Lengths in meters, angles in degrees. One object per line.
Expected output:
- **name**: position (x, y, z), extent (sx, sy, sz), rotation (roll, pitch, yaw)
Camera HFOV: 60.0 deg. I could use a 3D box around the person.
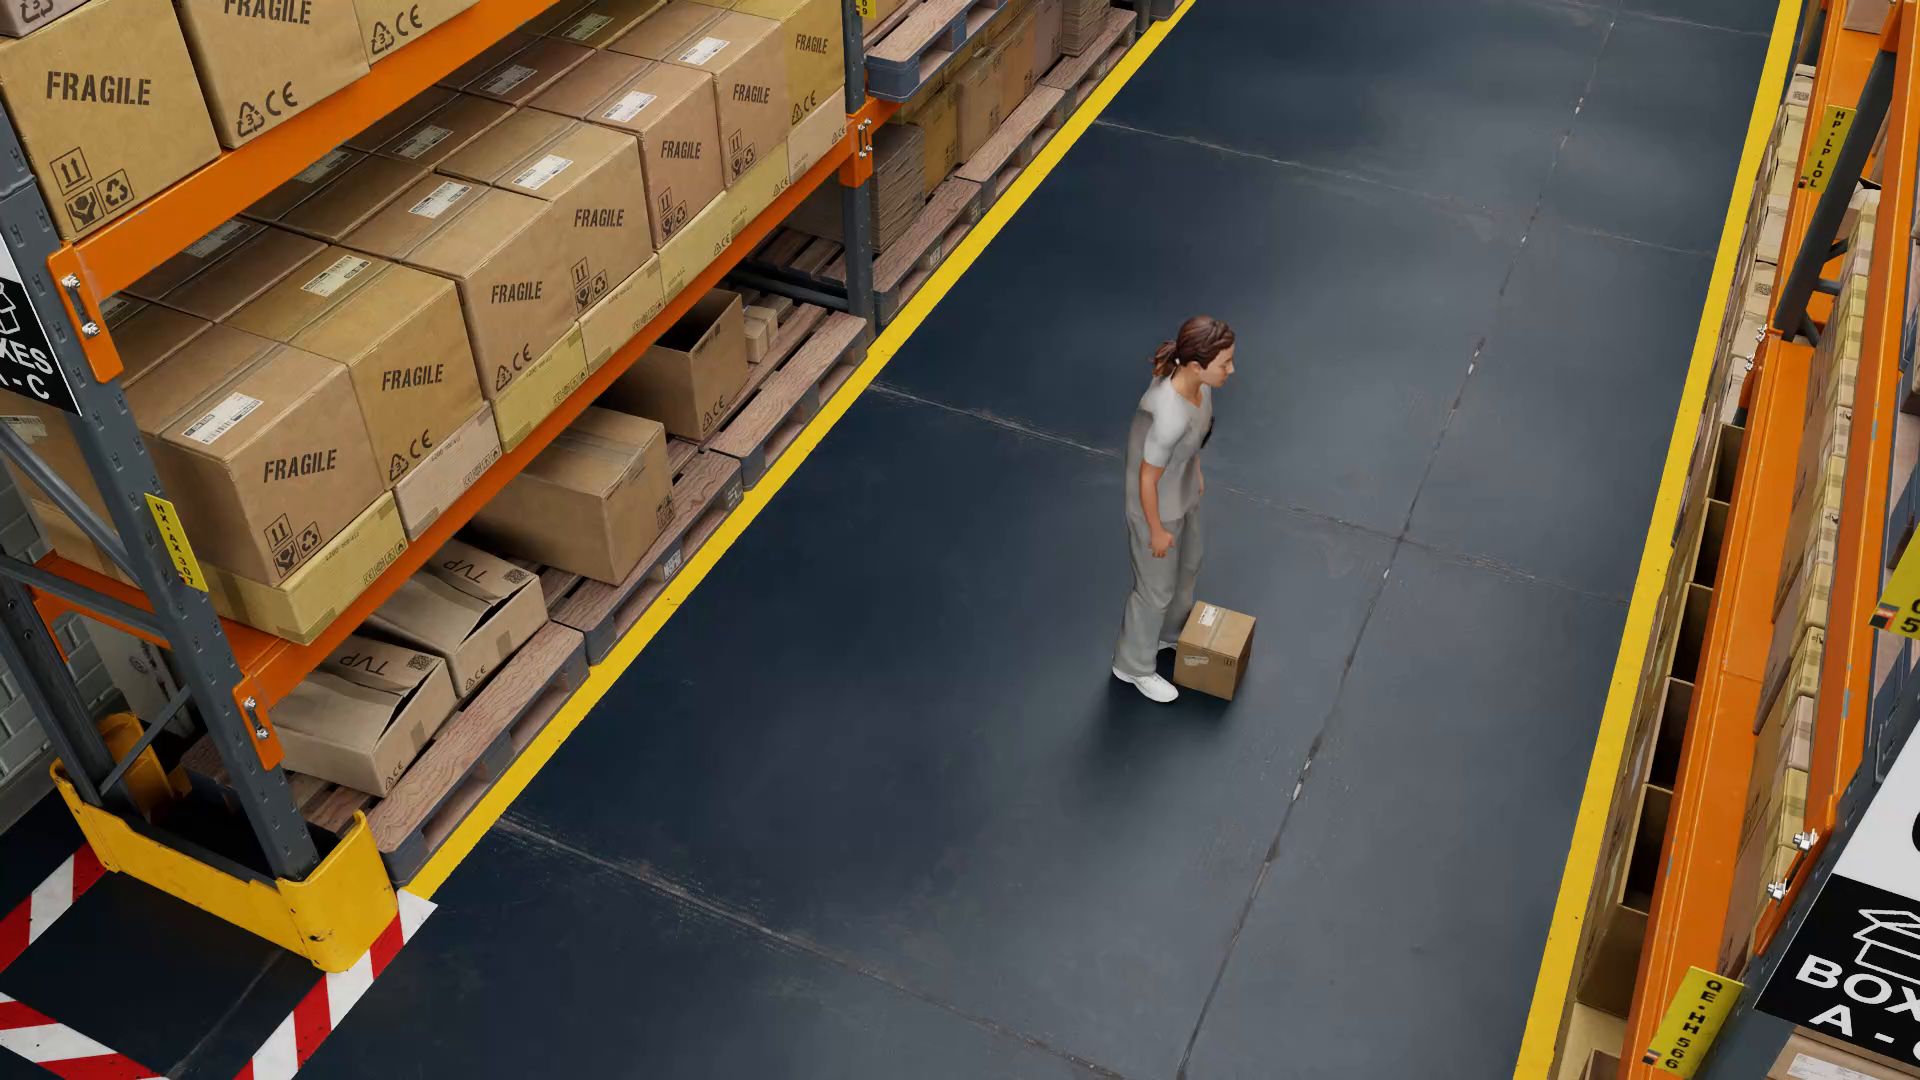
- **person**: position (0.824, -0.138, 6.313), extent (0.404, 1.673, 0.492), rotation (17, 45, 18)
